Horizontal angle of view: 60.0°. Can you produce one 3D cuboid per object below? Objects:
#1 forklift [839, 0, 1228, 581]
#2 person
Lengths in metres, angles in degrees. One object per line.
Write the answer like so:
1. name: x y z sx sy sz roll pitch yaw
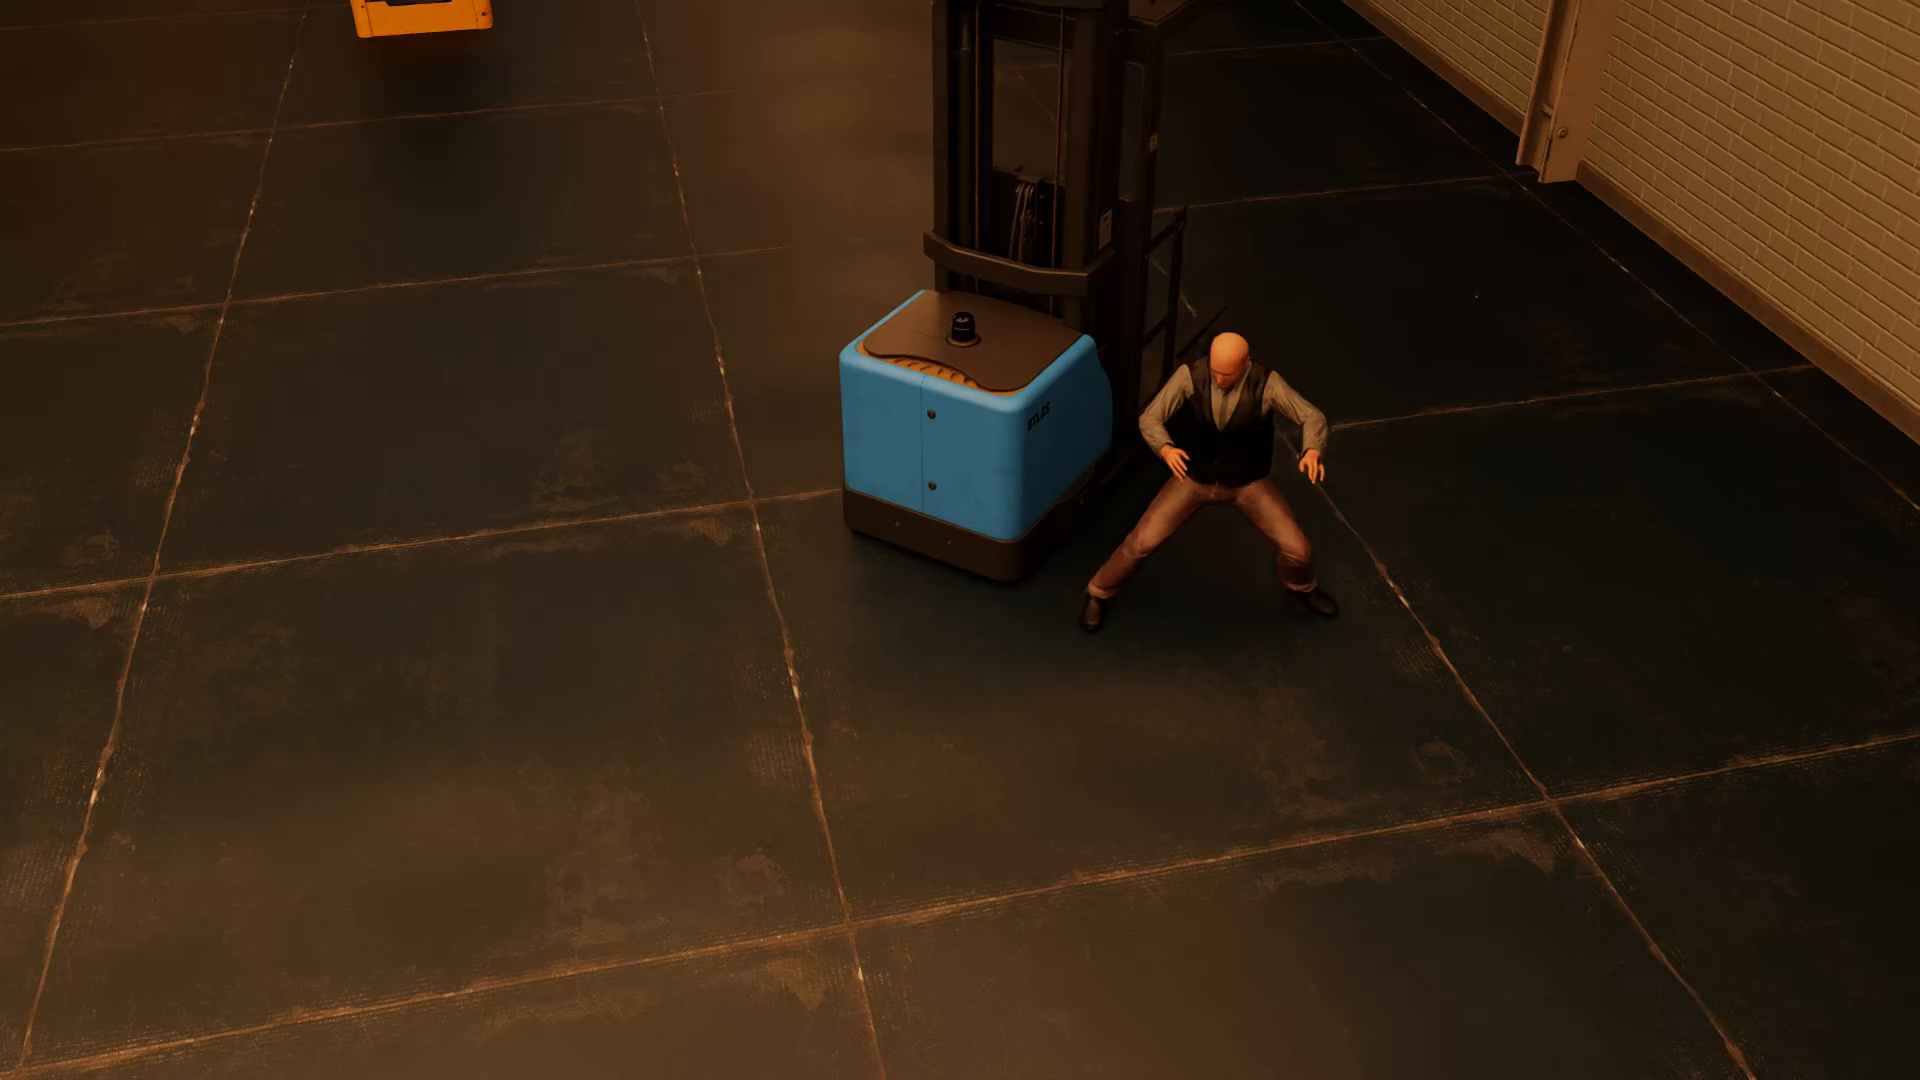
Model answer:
1. forklift: 0.586 -1.821 8.580 1.130 2.935 3.031 19 40 25
2. person: 1.215 -0.260 7.643 1.199 1.484 0.709 10 37 14
